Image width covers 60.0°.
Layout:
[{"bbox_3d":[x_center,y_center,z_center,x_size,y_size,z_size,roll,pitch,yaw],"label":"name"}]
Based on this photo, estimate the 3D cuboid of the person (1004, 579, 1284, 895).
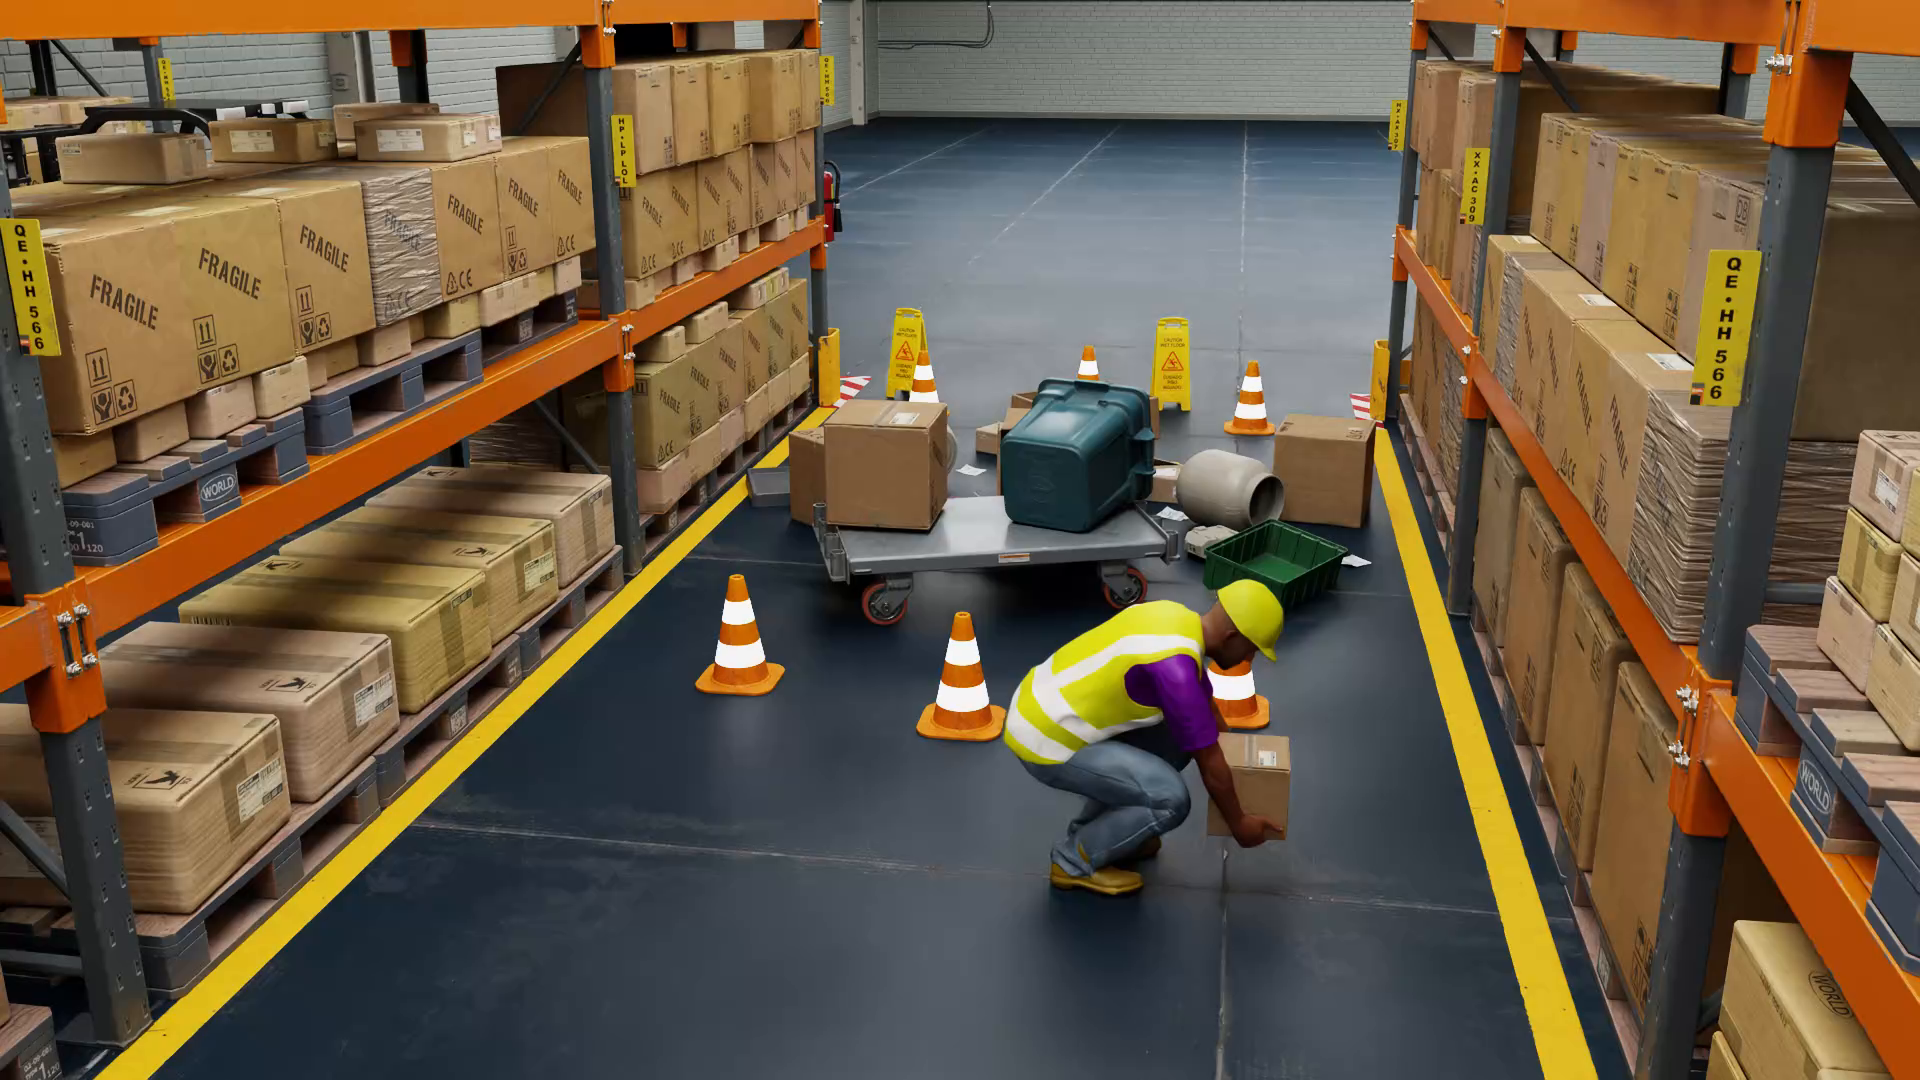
[{"bbox_3d":[0.601,0.603,5.384,0.905,1.011,0.541,2,18,7],"label":"person"}]
